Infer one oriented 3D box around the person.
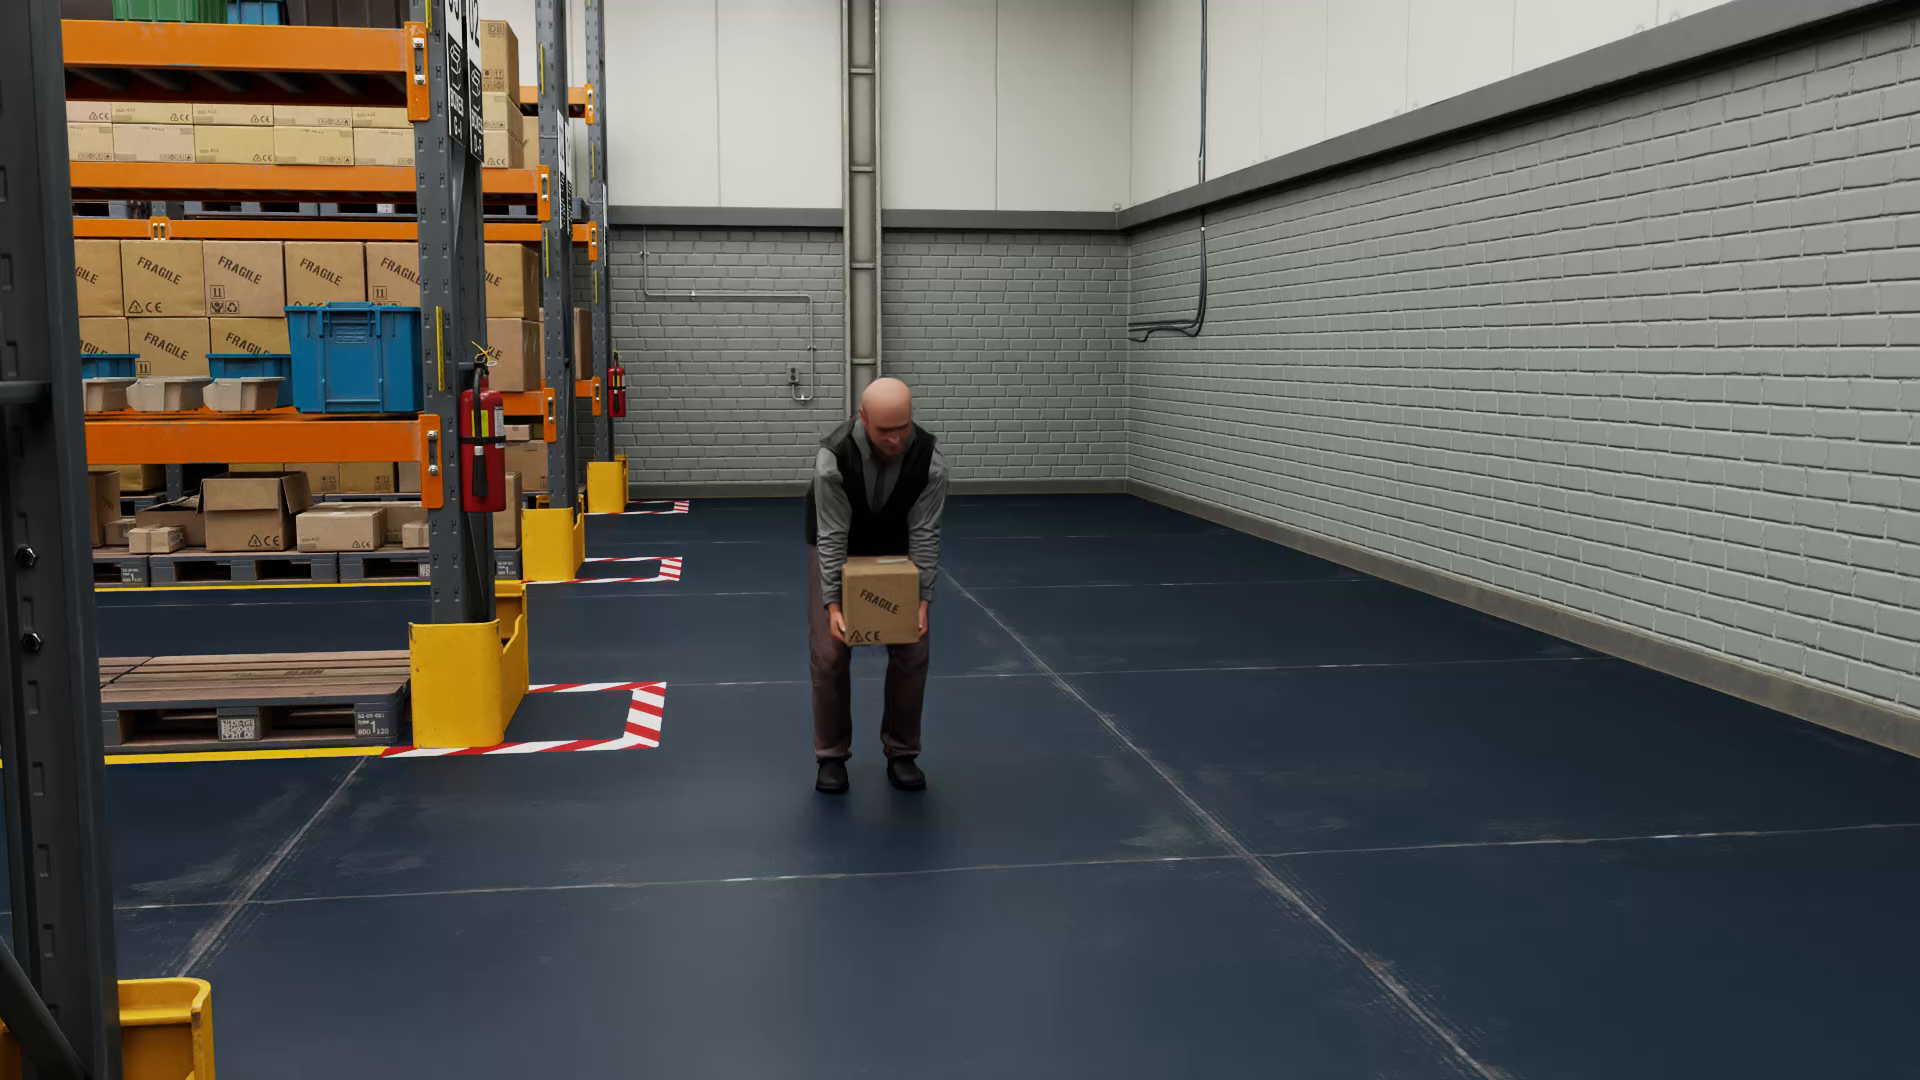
[{"bbox_3d":[-0.295,0.172,5.867,0.466,1.487,0.799,-1,7,-10],"label":"person"}]
